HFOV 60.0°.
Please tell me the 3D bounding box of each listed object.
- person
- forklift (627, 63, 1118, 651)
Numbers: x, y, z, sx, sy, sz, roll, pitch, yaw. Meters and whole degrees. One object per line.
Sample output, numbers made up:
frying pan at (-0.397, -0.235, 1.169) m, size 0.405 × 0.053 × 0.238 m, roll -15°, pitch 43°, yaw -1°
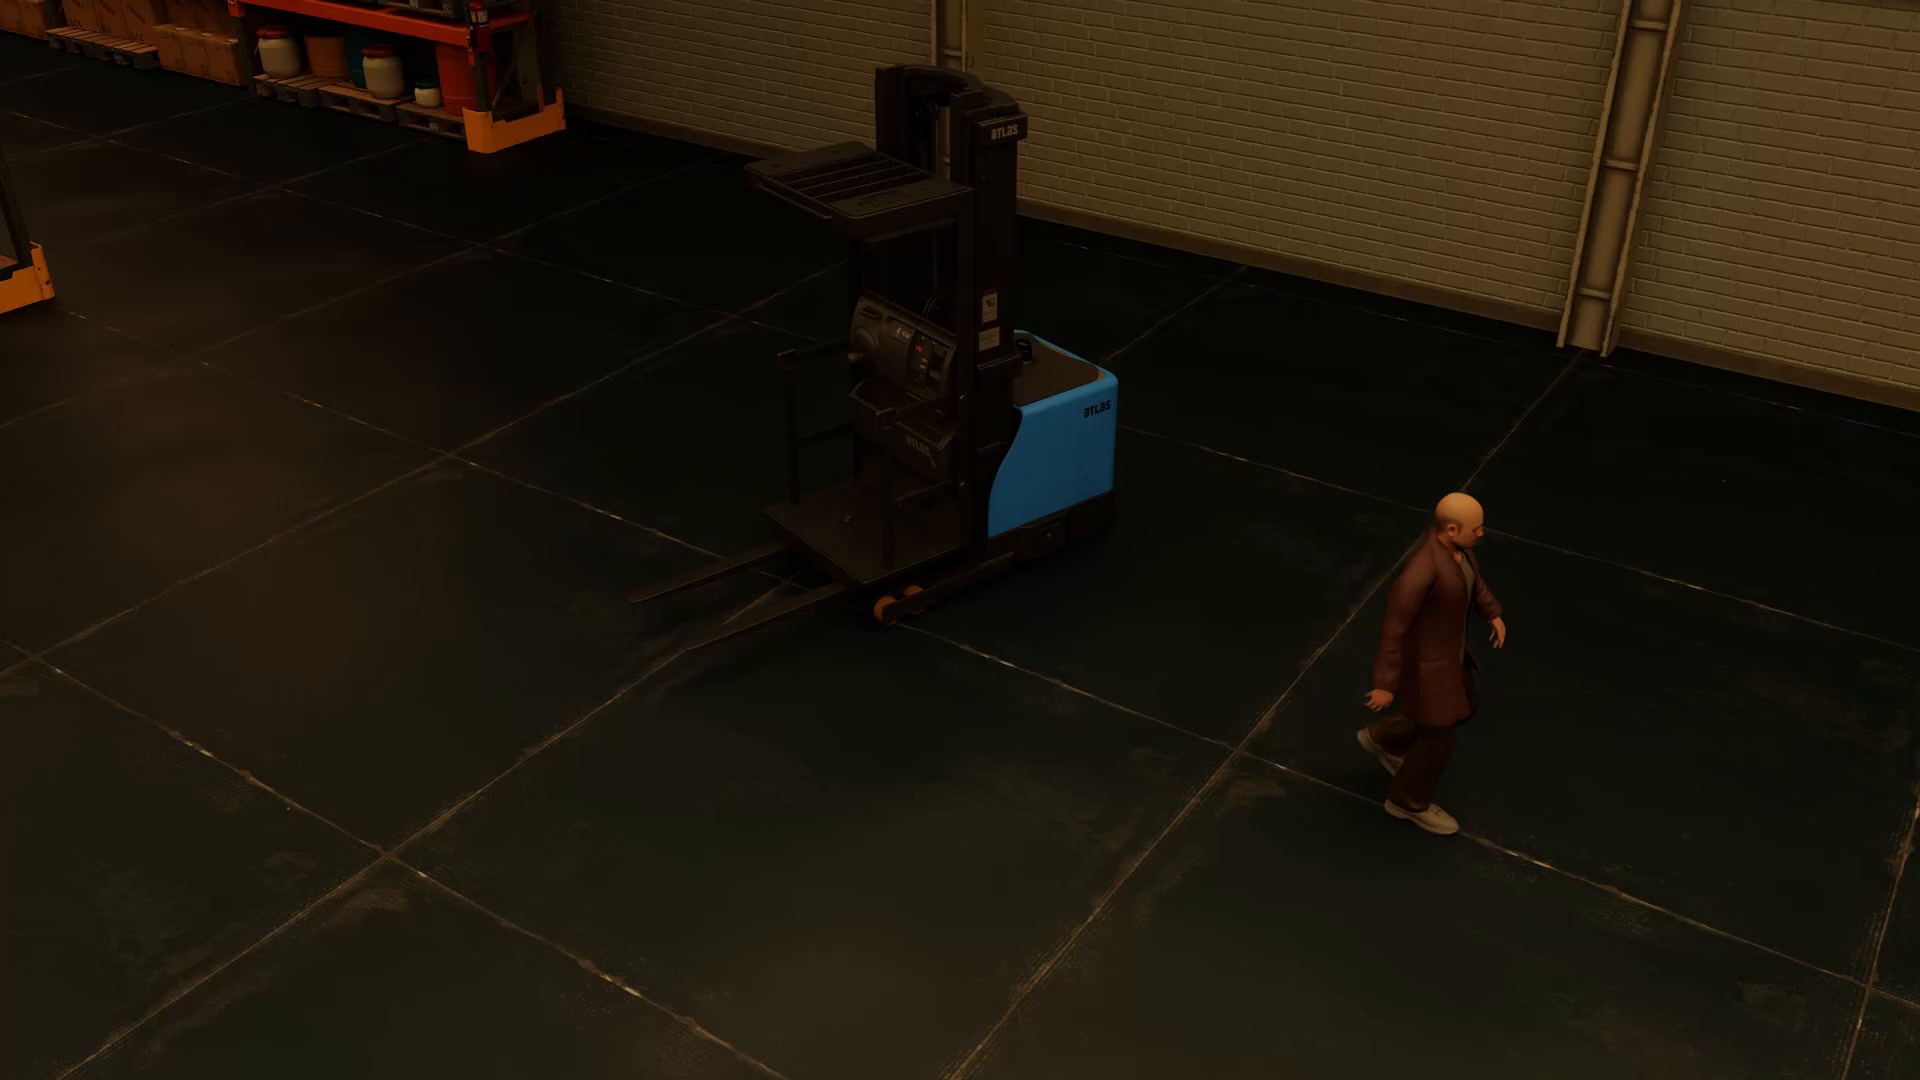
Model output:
person at (2.196, 0.549, 7.806) m, size 0.598 × 1.760 × 0.826 m, roll 15°, pitch 33°, yaw 24°
forklift at (-0.498, -1.074, 9.431) m, size 3.031 × 2.935 × 1.130 m, roll -21°, pitch 36°, yaw -32°
